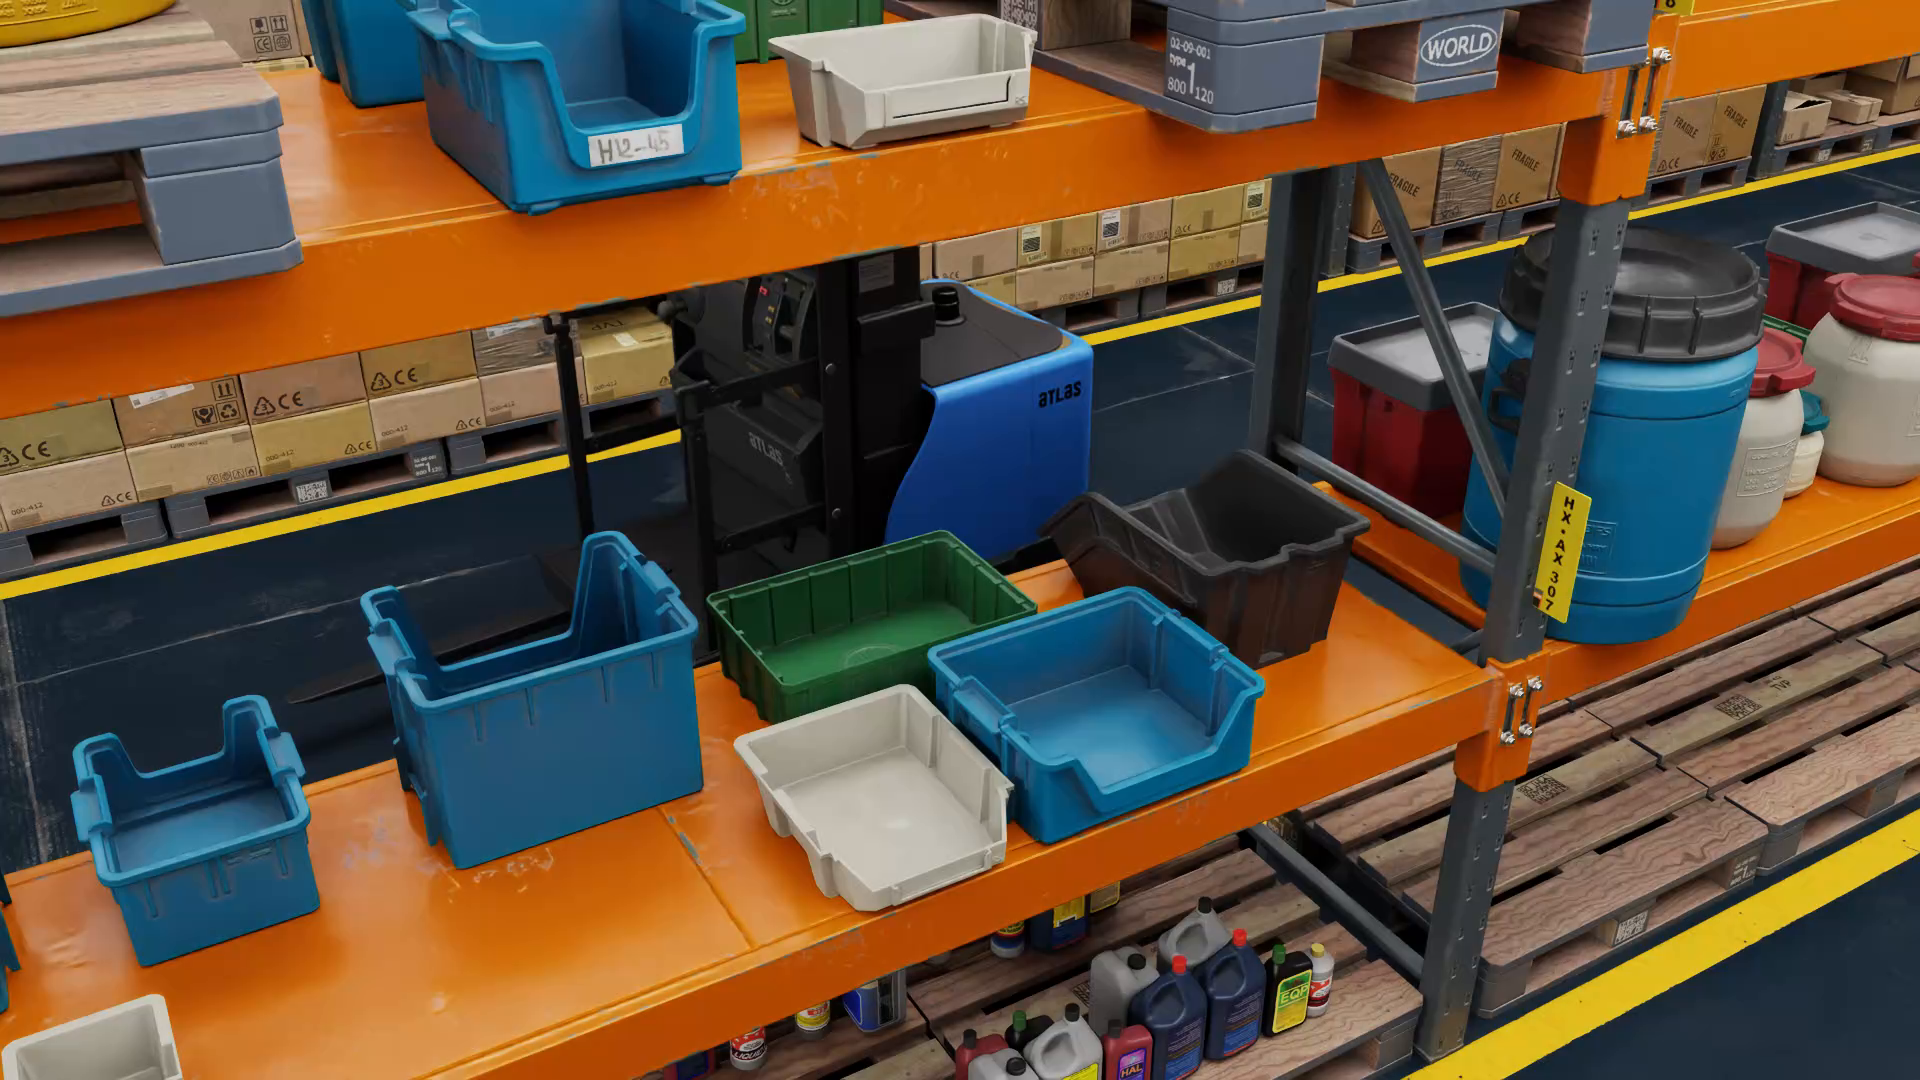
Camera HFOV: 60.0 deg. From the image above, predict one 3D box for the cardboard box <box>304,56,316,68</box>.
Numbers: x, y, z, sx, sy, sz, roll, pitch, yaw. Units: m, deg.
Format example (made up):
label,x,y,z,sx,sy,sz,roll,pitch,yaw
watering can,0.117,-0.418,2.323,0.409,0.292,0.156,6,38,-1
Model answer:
label,x,y,z,sx,sy,sz,roll,pitch,yaw
cardboard box,-2.622,-2.007,7.007,0.250,0.149,0.380,-15,32,-25

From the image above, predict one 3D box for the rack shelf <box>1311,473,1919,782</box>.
label,x,y,z,sx,sy,sz,roll,pitch,yaw
rack shelf,2.830,-0.255,5.352,4.000,0.370,1.077,-16,33,-26

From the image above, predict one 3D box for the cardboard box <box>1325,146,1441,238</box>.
label,x,y,z,sx,sy,sz,roll,pitch,yaw
cardboard box,2.585,-2.214,10.290,0.500,0.500,0.500,-14,32,-24

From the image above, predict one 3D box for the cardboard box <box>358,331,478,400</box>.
label,x,y,z,sx,sy,sz,roll,pitch,yaw
cardboard box,-2.556,-1.007,7.605,0.500,0.500,0.500,-16,33,-26

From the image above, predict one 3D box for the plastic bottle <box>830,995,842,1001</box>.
label,x,y,z,sx,sy,sz,roll,pitch,yaw
plastic bottle,-0.330,1.062,4.508,0.185,0.351,0.144,-16,33,-27

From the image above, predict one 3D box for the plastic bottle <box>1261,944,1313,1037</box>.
label,x,y,z,sx,sy,sz,roll,pitch,yaw
plastic bottle,0.858,1.171,4.379,0.133,0.283,0.061,-14,32,-24

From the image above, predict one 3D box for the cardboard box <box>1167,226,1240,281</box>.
label,x,y,z,sx,sy,sz,roll,pitch,yaw
cardboard box,1.275,-1.746,9.720,0.500,0.250,0.500,-16,33,-27

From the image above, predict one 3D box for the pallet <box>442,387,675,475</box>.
label,x,y,z,sx,sy,sz,roll,pitch,yaw
pallet,-2.108,-0.747,8.384,1.213,0.211,1.003,-16,33,-26

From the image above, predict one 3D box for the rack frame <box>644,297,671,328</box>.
label,x,y,z,sx,sy,sz,roll,pitch,yaw
rack frame,-1.401,-2.145,8.032,0.127,3.000,1.000,-16,33,-26

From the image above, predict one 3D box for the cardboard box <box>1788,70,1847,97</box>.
label,x,y,z,sx,sy,sz,roll,pitch,yaw
cardboard box,6.490,-3.560,12.923,0.500,0.311,0.500,-16,33,-26

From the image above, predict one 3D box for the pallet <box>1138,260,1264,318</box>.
label,x,y,z,sx,sy,sz,roll,pitch,yaw
pallet,1.318,-1.718,10.144,1.213,0.211,1.003,-16,33,-26

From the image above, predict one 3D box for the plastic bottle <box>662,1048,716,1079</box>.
label,x,y,z,sx,sy,sz,roll,pitch,yaw
plastic bottle,-0.697,1.257,4.223,0.133,0.283,0.061,-16,33,-26

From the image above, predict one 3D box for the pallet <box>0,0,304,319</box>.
label,x,y,z,sx,sy,sz,roll,pitch,yaw
pallet,-1.581,-0.494,2.131,1.213,0.211,1.003,-16,33,-26

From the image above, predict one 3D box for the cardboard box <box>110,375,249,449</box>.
label,x,y,z,sx,sy,sz,roll,pitch,yaw
cardboard box,-3.420,-0.763,7.164,0.500,0.500,0.500,-16,33,-26

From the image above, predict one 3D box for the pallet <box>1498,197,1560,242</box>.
label,x,y,z,sx,sy,sz,roll,pitch,yaw
pallet,3.761,-2.367,11.320,1.213,0.211,1.003,-16,33,-26

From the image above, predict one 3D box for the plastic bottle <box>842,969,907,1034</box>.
label,x,y,z,sx,sy,sz,roll,pitch,yaw
plastic bottle,-0.233,1.150,4.425,0.135,0.276,0.152,-16,33,-26

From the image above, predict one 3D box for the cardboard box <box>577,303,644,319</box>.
label,x,y,z,sx,sy,sz,roll,pitch,yaw
cardboard box,-1.954,-1.138,8.618,0.500,0.250,0.500,-16,33,-26

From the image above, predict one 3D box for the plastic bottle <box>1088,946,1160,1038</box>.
label,x,y,z,sx,sy,sz,roll,pitch,yaw
plastic bottle,0.434,1.189,4.355,0.135,0.276,0.152,-16,33,-26

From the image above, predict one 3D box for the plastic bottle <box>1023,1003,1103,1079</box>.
label,x,y,z,sx,sy,sz,roll,pitch,yaw
plastic bottle,0.252,1.291,4.093,0.185,0.351,0.144,-16,33,-27

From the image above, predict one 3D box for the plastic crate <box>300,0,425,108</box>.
label,x,y,z,sx,sy,sz,roll,pitch,yaw
plastic crate,-0.852,-1.000,2.869,0.575,0.384,0.392,-16,33,-26

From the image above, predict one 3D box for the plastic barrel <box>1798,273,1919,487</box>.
label,x,y,z,sx,sy,sz,roll,pitch,yaw
plastic barrel,2.674,-0.462,4.843,0.433,0.535,0.433,0,29,0

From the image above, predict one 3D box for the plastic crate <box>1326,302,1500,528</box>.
label,x,y,z,sx,sy,sz,roll,pitch,yaw
plastic crate,1.368,-0.354,4.721,0.583,0.464,0.402,-16,33,-26

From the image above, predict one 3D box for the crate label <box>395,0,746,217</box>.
label,x,y,z,sx,sy,sz,roll,pitch,yaw
crate label,-0.562,-0.670,2.409,0.408,0.251,0.502,-16,33,-26

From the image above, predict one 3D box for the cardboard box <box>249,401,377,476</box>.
label,x,y,z,sx,sy,sz,roll,pitch,yaw
cardboard box,-2.981,-0.551,7.555,0.500,0.250,0.500,-16,33,-26

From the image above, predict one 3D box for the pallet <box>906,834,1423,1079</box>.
label,x,y,z,sx,sy,sz,roll,pitch,yaw
pallet,0.505,1.288,4.698,1.213,0.211,1.003,-16,33,-26

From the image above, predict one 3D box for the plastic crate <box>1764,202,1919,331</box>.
label,x,y,z,sx,sy,sz,roll,pitch,yaw
plastic crate,3.006,-0.819,5.564,0.583,0.464,0.402,-16,33,-26

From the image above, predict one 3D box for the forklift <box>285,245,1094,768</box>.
label,x,y,z,sx,sy,sz,roll,pitch,yaw
forklift,-0.948,-0.858,5.771,3.031,2.935,1.130,-20,35,-32

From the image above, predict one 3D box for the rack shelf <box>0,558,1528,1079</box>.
label,x,y,z,sx,sy,sz,roll,pitch,yaw
rack shelf,-0.619,0.724,3.578,4.000,0.370,1.077,-16,33,-26

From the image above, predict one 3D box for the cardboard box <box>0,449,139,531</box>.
label,x,y,z,sx,sy,sz,roll,pitch,yaw
cardboard box,-3.845,-0.308,7.115,0.500,0.250,0.500,-16,33,-26

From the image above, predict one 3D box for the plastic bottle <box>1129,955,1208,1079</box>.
label,x,y,z,sx,sy,sz,roll,pitch,yaw
plastic bottle,0.531,1.211,4.237,0.185,0.351,0.144,-18,33,-29

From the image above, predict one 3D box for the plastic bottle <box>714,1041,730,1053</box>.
label,x,y,z,sx,sy,sz,roll,pitch,yaw
plastic bottle,-0.631,1.182,4.367,0.135,0.276,0.152,-17,33,-28

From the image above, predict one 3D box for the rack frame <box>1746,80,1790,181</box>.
label,x,y,z,sx,sy,sz,roll,pitch,yaw
rack frame,5.496,-4.103,11.580,0.127,3.000,1.000,-16,33,-26

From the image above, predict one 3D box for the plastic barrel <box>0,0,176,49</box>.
label,x,y,z,sx,sy,sz,roll,pitch,yaw
plastic barrel,-1.425,-1.013,2.247,0.600,0.588,0.600,0,29,0

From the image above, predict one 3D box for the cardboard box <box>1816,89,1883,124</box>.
label,x,y,z,sx,sy,sz,roll,pitch,yaw
cardboard box,6.709,-3.284,12.573,0.250,0.166,0.380,-16,33,-26

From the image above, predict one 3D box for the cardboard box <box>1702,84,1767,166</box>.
label,x,y,z,sx,sy,sz,roll,pitch,yaw
cardboard box,5.216,-2.961,11.643,0.500,0.500,0.500,-16,33,-27

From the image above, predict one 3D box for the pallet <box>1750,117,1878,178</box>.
label,x,y,z,sx,sy,sz,roll,pitch,yaw
pallet,6.089,-3.050,12.558,1.213,0.211,1.003,-16,33,-26

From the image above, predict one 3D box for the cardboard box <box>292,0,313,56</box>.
label,x,y,z,sx,sy,sz,roll,pitch,yaw
cardboard box,-2.648,-2.399,7.046,0.500,0.500,0.700,-16,33,-26

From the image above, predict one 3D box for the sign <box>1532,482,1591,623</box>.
label,x,y,z,sx,sy,sz,roll,pitch,yaw
sign,1.374,0.030,3.804,0.005,0.325,0.100,-16,33,-26

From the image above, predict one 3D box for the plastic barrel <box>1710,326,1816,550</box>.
label,x,y,z,sx,sy,sz,roll,pitch,yaw
plastic barrel,2.041,-0.283,4.517,0.433,0.535,0.433,0,29,0

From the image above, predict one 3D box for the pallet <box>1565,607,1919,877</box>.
label,x,y,z,sx,sy,sz,roll,pitch,yaw
pallet,2.816,0.632,5.887,1.213,0.211,1.003,-16,33,-26

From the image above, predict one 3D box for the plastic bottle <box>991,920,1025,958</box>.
label,x,y,z,sx,sy,sz,roll,pitch,yaw
plastic bottle,0.135,1.032,4.644,0.097,0.271,0.097,0,29,0

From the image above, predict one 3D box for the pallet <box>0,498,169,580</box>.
label,x,y,z,sx,sy,sz,roll,pitch,yaw
pallet,-4.212,-0.149,7.302,1.213,0.211,1.003,-16,33,-26

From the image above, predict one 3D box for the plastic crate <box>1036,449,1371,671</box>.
label,x,y,z,sx,sy,sz,roll,pitch,yaw
plastic crate,0.589,0.022,4.170,0.504,0.338,0.767,-16,33,-26

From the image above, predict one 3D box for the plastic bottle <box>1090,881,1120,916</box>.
label,x,y,z,sx,sy,sz,roll,pitch,yaw
plastic bottle,0.398,0.946,4.787,0.133,0.283,0.061,-16,33,-26

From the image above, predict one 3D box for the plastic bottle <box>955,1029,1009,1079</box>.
label,x,y,z,sx,sy,sz,roll,pitch,yaw
plastic bottle,0.055,1.314,4.121,0.133,0.283,0.061,-16,33,-26

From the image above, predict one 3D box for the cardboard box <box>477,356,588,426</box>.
label,x,y,z,sx,sy,sz,roll,pitch,yaw
cardboard box,-2.126,-0.802,8.010,0.500,0.250,0.500,-16,33,-26

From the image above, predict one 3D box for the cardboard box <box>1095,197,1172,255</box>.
label,x,y,z,sx,sy,sz,roll,pitch,yaw
cardboard box,0.839,-1.866,9.358,0.500,0.311,0.500,-16,33,-27

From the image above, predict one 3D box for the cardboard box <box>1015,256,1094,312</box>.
label,x,y,z,sx,sy,sz,roll,pitch,yaw
cardboard box,0.398,-1.497,9.269,0.500,0.250,0.500,-15,32,-25

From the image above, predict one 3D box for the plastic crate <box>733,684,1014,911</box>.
label,x,y,z,sx,sy,sz,roll,pitch,yaw
plastic crate,-0.166,0.538,3.443,0.437,0.136,0.530,-16,33,-26

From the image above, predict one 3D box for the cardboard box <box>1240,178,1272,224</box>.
label,x,y,z,sx,sy,sz,roll,pitch,yaw
cardboard box,1.721,-2.119,9.815,0.500,0.311,0.500,-15,32,-25

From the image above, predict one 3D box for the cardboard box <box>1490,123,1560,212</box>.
label,x,y,z,sx,sy,sz,roll,pitch,yaw
cardboard box,3.468,-2.466,10.745,0.500,0.500,0.500,-16,33,-27

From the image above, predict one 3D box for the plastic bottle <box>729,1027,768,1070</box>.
label,x,y,z,sx,sy,sz,roll,pitch,yaw
plastic bottle,-0.552,1.262,4.299,0.097,0.201,0.097,0,29,0

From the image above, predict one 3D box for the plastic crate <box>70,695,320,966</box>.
label,x,y,z,sx,sy,sz,roll,pitch,yaw
plastic crate,-1.501,0.560,3.284,0.408,0.251,0.499,-16,33,-26

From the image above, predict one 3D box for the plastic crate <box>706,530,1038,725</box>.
label,x,y,z,sx,sy,sz,roll,pitch,yaw
plastic crate,-0.208,0.227,3.953,0.662,0.188,0.450,-16,33,-26

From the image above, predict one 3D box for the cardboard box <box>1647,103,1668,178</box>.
label,x,y,z,sx,sy,sz,roll,pitch,yaw
cardboard box,4.353,-2.721,11.208,0.500,0.500,0.500,-15,32,-26

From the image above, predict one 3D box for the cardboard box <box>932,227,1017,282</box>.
label,x,y,z,sx,sy,sz,roll,pitch,yaw
cardboard box,-0.039,-1.615,8.903,0.500,0.311,0.500,-17,33,-28
